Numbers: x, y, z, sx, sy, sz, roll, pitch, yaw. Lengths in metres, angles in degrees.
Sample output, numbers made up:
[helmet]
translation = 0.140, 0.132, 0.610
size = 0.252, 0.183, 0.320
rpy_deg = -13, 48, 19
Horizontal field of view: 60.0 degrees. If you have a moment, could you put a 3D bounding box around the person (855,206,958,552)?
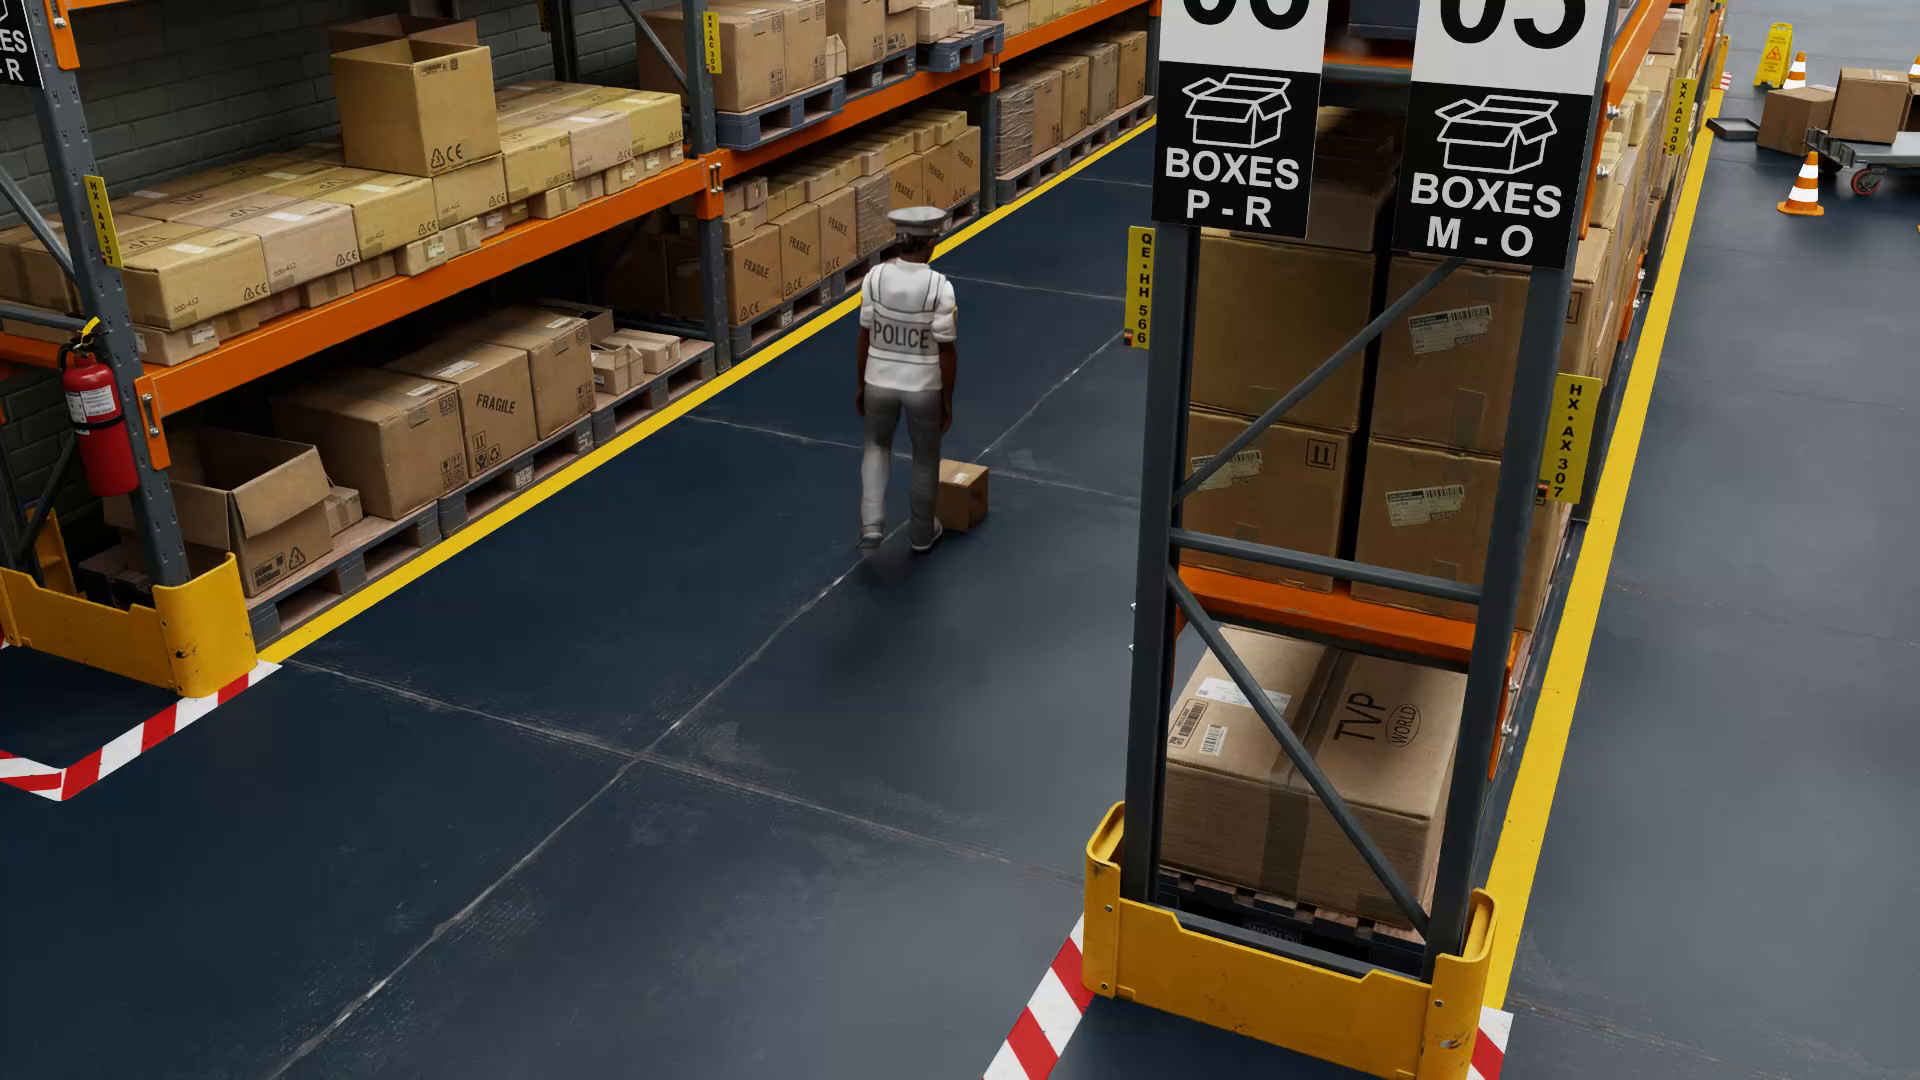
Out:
[person]
translation = -0.223, -0.693, 7.468
size = 0.484, 1.645, 0.548
rpy_deg = 6, 27, 12
